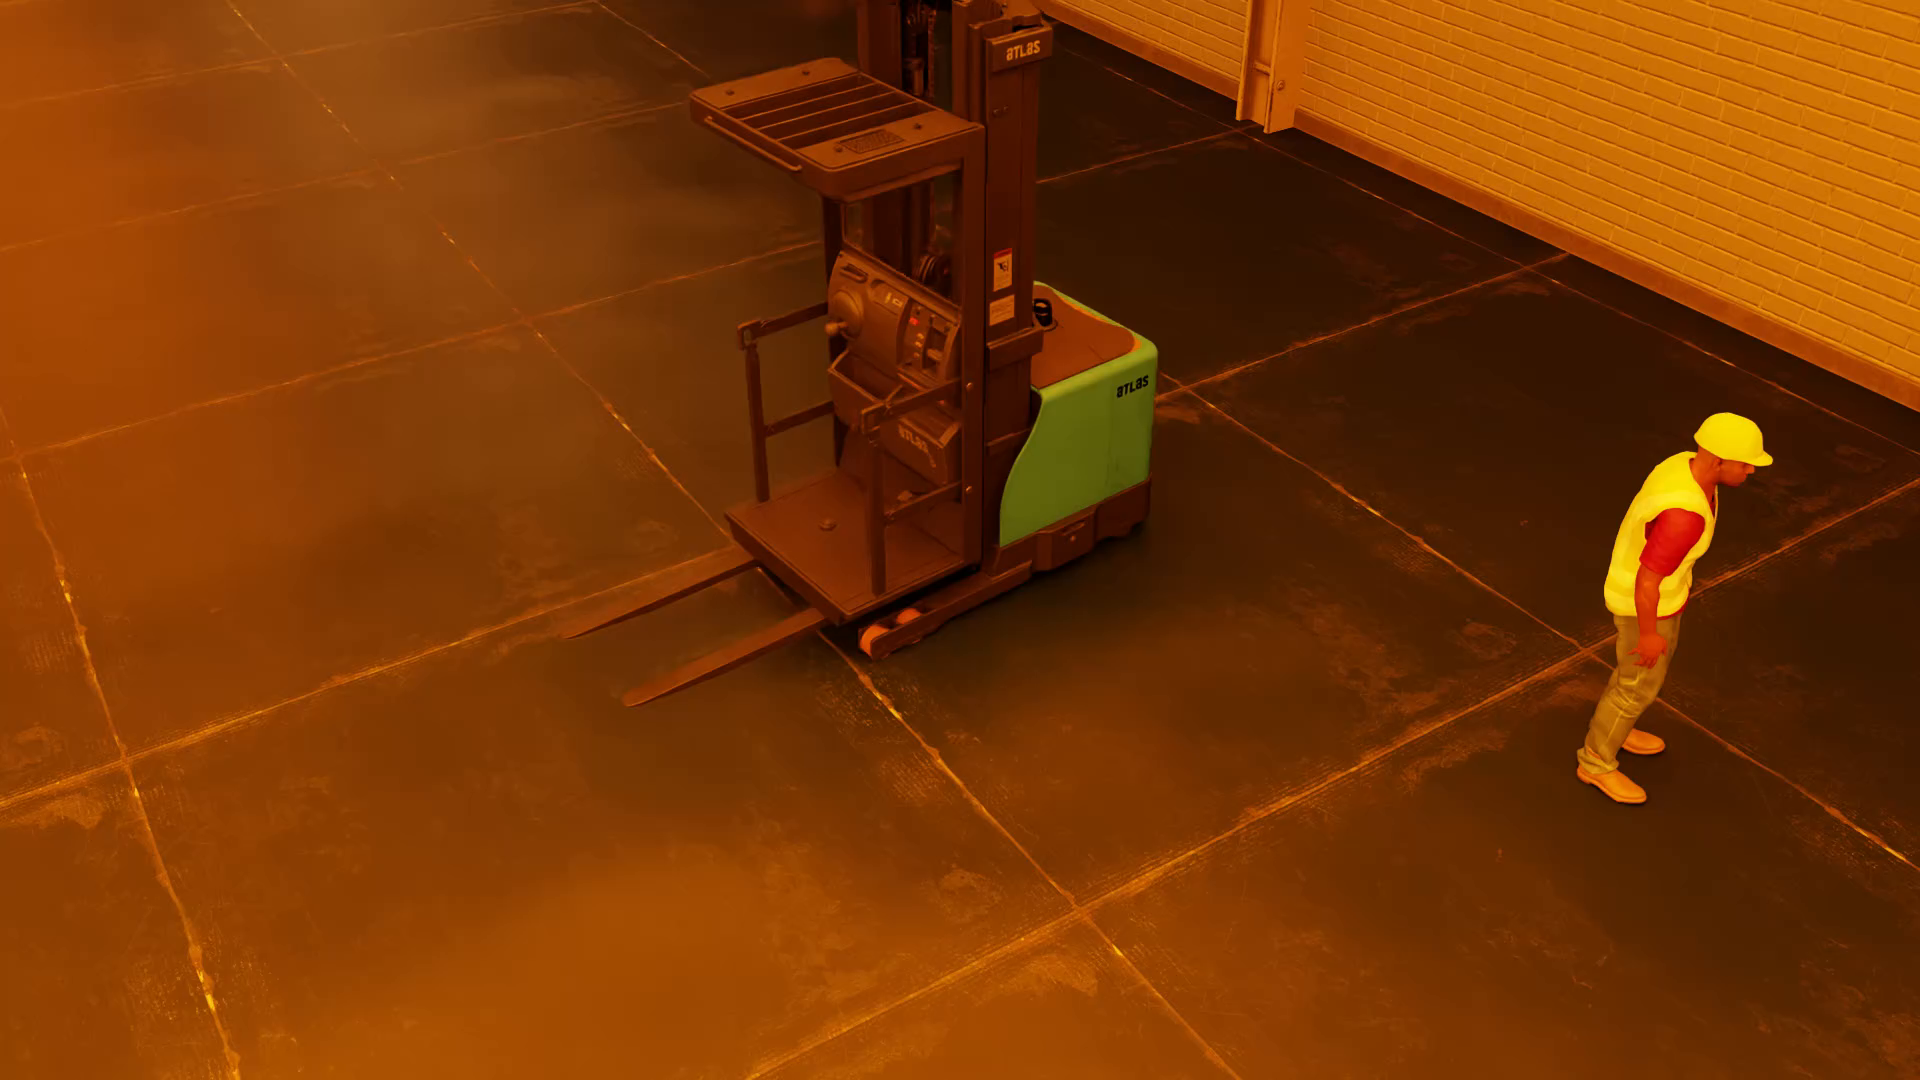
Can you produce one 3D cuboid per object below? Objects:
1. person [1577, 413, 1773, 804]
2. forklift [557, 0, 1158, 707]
[{"bbox_3d":[2.879,0.244,6.823,0.463,1.759,0.626,18,39,24],"label":"person"},{"bbox_3d":[-0.475,-0.977,7.538,3.031,2.935,1.130,-24,42,-30],"label":"forklift"}]
